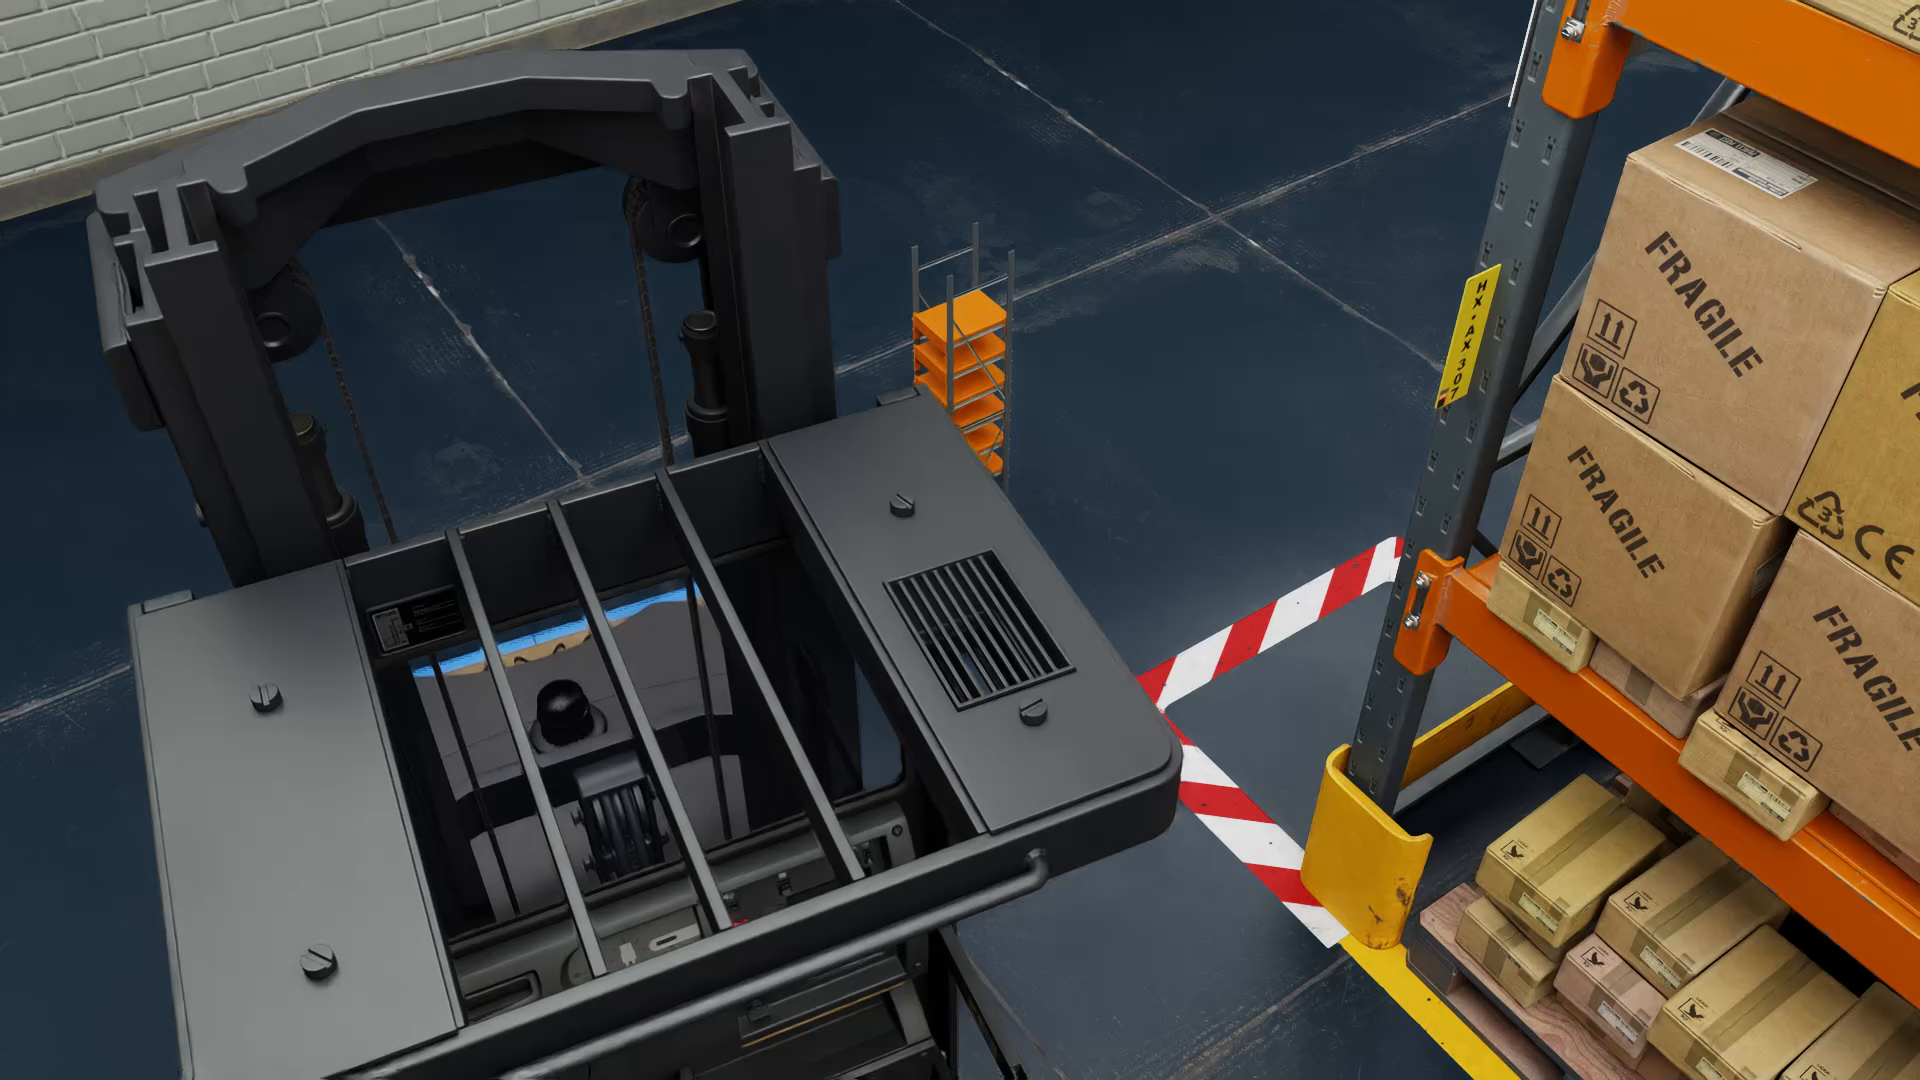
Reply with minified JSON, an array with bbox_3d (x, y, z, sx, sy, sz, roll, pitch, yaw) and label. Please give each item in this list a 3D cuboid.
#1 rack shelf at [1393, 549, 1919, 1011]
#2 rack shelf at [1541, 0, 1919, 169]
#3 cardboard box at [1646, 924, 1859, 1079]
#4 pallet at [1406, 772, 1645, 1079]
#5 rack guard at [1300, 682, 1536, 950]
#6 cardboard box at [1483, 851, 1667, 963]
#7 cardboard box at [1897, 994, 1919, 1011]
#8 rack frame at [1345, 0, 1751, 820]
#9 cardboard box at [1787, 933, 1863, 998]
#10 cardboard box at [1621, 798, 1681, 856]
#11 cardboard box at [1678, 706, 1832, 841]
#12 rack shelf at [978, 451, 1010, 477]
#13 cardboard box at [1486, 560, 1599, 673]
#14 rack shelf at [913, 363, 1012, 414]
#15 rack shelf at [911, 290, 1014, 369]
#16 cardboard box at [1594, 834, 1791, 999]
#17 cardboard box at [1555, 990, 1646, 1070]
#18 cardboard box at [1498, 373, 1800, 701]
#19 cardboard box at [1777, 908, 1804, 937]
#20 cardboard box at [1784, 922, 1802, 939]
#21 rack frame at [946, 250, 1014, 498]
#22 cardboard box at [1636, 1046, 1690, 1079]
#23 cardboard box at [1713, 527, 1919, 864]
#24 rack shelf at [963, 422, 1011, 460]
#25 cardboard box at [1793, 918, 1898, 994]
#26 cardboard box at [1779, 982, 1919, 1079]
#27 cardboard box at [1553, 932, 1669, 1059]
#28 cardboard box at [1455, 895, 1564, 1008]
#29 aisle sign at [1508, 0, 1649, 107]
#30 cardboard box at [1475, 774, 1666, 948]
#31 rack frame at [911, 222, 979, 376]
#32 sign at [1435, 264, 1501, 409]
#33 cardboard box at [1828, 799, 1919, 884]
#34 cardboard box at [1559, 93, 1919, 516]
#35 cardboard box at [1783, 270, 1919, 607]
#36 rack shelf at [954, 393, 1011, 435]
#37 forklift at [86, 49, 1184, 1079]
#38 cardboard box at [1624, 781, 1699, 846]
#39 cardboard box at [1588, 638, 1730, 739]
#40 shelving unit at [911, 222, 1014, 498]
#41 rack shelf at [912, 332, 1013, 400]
[{"bbox_3d":[2.622,1.082,2.966,1.077,0.370,4.000,-26,49,-24],"label":"rack shelf"},{"bbox_3d":[2.622,-0.003,1.930,1.077,0.370,4.000,-26,49,-24],"label":"rack shelf"},{"bbox_3d":[1.794,1.086,3.770,0.380,0.149,0.250,-26,49,-25],"label":"cardboard box"},{"bbox_3d":[1.957,1.215,4.325,1.003,0.211,1.213,-26,49,-24],"label":"pallet"},{"bbox_3d":[1.521,0.636,4.722,1.175,0.500,0.348,-26,49,-24],"label":"rack guard"},{"bbox_3d":[1.567,0.859,4.223,0.380,0.149,0.250,-24,49,-23],"label":"cardboard box"},{"bbox_3d":[2.382,1.133,3.936,0.380,0.149,0.250,-26,50,-25],"label":"cardboard box"},{"bbox_3d":[1.478,-0.311,3.904,1.000,3.000,0.127,-26,49,-24],"label":"rack frame"},{"bbox_3d":[2.261,1.073,4.214,0.380,0.149,0.250,-26,49,-25],"label":"cardboard box"},{"bbox_3d":[1.950,0.784,4.517,0.380,0.149,0.250,-25,49,-24],"label":"cardboard box"},{"bbox_3d":[1.684,0.394,3.347,0.380,0.149,0.250,-27,50,-26],"label":"cardboard box"},{"bbox_3d":[0.008,-0.220,5.524,0.258,0.103,0.180,-26,49,-24],"label":"rack shelf"},{"bbox_3d":[1.394,0.093,3.663,0.380,0.149,0.250,-26,49,-25],"label":"cardboard box"},{"bbox_3d":[0.008,-0.480,5.275,0.258,0.103,0.180,-26,49,-24],"label":"rack shelf"},{"bbox_3d":[0.008,-0.654,5.109,0.258,0.103,0.180,-26,49,-24],"label":"rack shelf"},{"bbox_3d":[1.755,0.892,3.973,0.380,0.149,0.250,-25,49,-24],"label":"cardboard box"},{"bbox_3d":[1.732,1.107,4.178,0.380,0.149,0.250,-26,49,-25],"label":"cardboard box"},{"bbox_3d":[1.508,-0.092,3.386,0.500,0.500,0.500,-23,48,-23],"label":"cardboard box"},{"bbox_3d":[2.119,0.816,4.268,0.380,0.149,0.250,-27,50,-25],"label":"cardboard box"},{"bbox_3d":[2.180,0.889,4.407,0.380,0.149,0.250,-24,49,-23],"label":"cardboard box"},{"bbox_3d":[0.061,-0.374,5.273,0.240,1.200,0.006,-26,49,-24],"label":"rack frame"},{"bbox_3d":[1.880,1.245,4.034,0.380,0.149,0.250,-25,49,-24],"label":"cardboard box"},{"bbox_3d":[1.835,0.201,3.079,0.500,0.500,0.500,-26,49,-24],"label":"cardboard box"},{"bbox_3d":[0.008,-0.307,5.441,0.258,0.103,0.180,-26,49,-24],"label":"rack shelf"},{"bbox_3d":[2.313,0.940,4.138,0.380,0.149,0.250,-28,50,-26],"label":"cardboard box"},{"bbox_3d":[2.004,1.193,3.657,0.380,0.149,0.250,-28,50,-26],"label":"cardboard box"},{"bbox_3d":[1.677,1.036,4.038,0.380,0.149,0.250,-26,49,-25],"label":"cardboard box"},{"bbox_3d":[1.515,0.991,4.300,0.380,0.149,0.250,-25,49,-24],"label":"cardboard box"},{"bbox_3d":[1.190,-1.174,2.925,0.394,0.787,0.004,-26,49,-24],"label":"aisle sign"},{"bbox_3d":[1.499,0.784,4.086,0.380,0.149,0.250,-28,50,-26],"label":"cardboard box"},{"bbox_3d":[-0.044,-0.478,5.381,0.240,1.200,0.006,-26,49,-24],"label":"rack frame"},{"bbox_3d":[1.033,-0.410,3.380,0.100,0.325,0.005,-26,49,-24],"label":"sign"},{"bbox_3d":[1.945,0.487,3.250,0.380,0.149,0.250,-23,48,-23],"label":"cardboard box"},{"bbox_3d":[1.517,-0.458,3.045,0.500,0.500,0.500,-26,49,-25],"label":"cardboard box"},{"bbox_3d":[1.811,-0.174,2.748,0.500,0.500,0.500,-24,49,-23],"label":"cardboard box"},{"bbox_3d":[0.008,-0.394,5.358,0.258,0.103,0.180,-26,49,-24],"label":"rack shelf"},{"bbox_3d":[-0.413,0.863,2.723,1.130,2.935,3.031,-17,46,-17],"label":"forklift"},{"bbox_3d":[2.014,0.647,4.445,0.380,0.149,0.250,-27,50,-25],"label":"cardboard box"},{"bbox_3d":[1.574,0.220,3.529,0.380,0.149,0.250,-24,49,-23],"label":"cardboard box"},{"bbox_3d":[0.008,-0.426,5.327,0.258,1.200,0.189,-26,49,-24],"label":"shelving unit"},{"bbox_3d":[0.008,-0.567,5.192,0.258,0.103,0.180,-26,49,-24],"label":"rack shelf"}]
